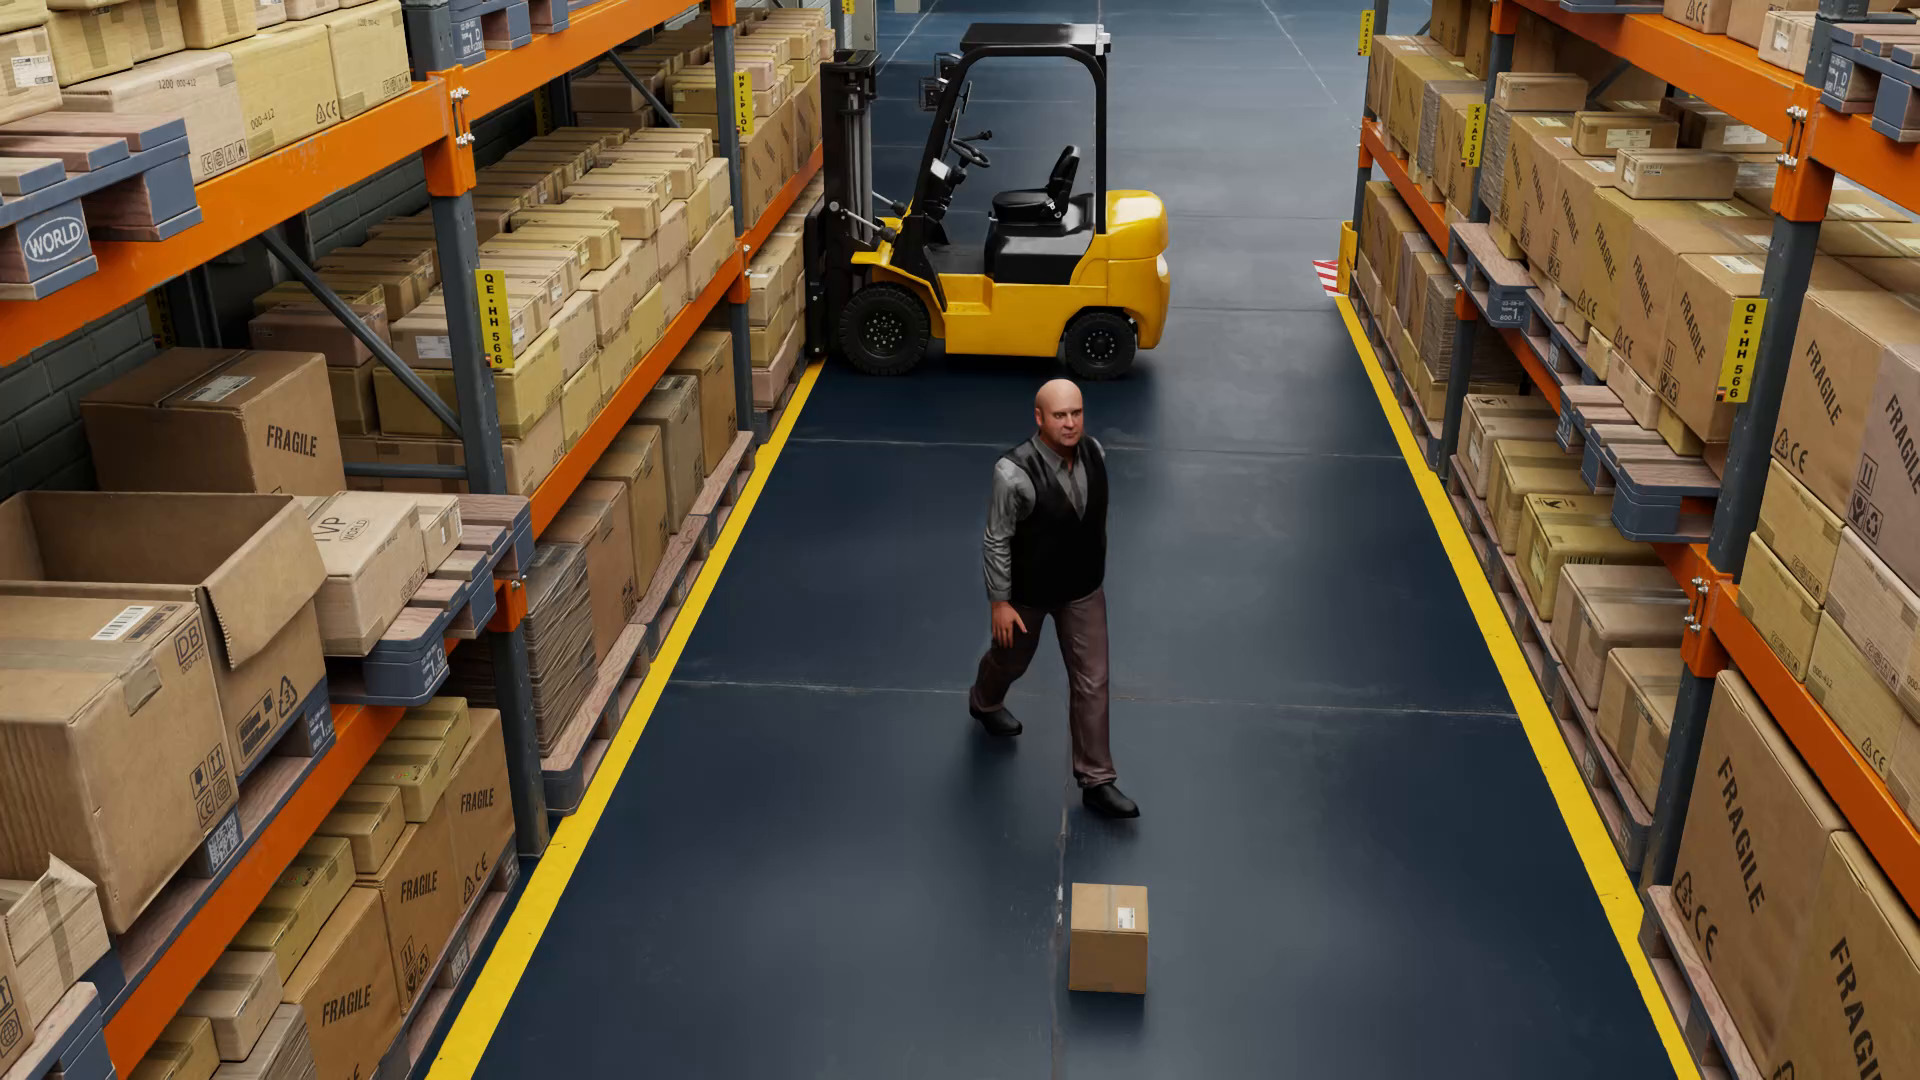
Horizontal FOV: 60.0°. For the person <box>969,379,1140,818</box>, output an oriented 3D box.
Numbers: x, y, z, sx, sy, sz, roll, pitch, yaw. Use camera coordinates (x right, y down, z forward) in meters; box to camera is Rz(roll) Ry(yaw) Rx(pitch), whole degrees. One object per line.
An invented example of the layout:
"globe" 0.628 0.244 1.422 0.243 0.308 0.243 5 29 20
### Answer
"person" 0.318 0.179 6.280 0.553 1.676 1.033 -11 27 -24
